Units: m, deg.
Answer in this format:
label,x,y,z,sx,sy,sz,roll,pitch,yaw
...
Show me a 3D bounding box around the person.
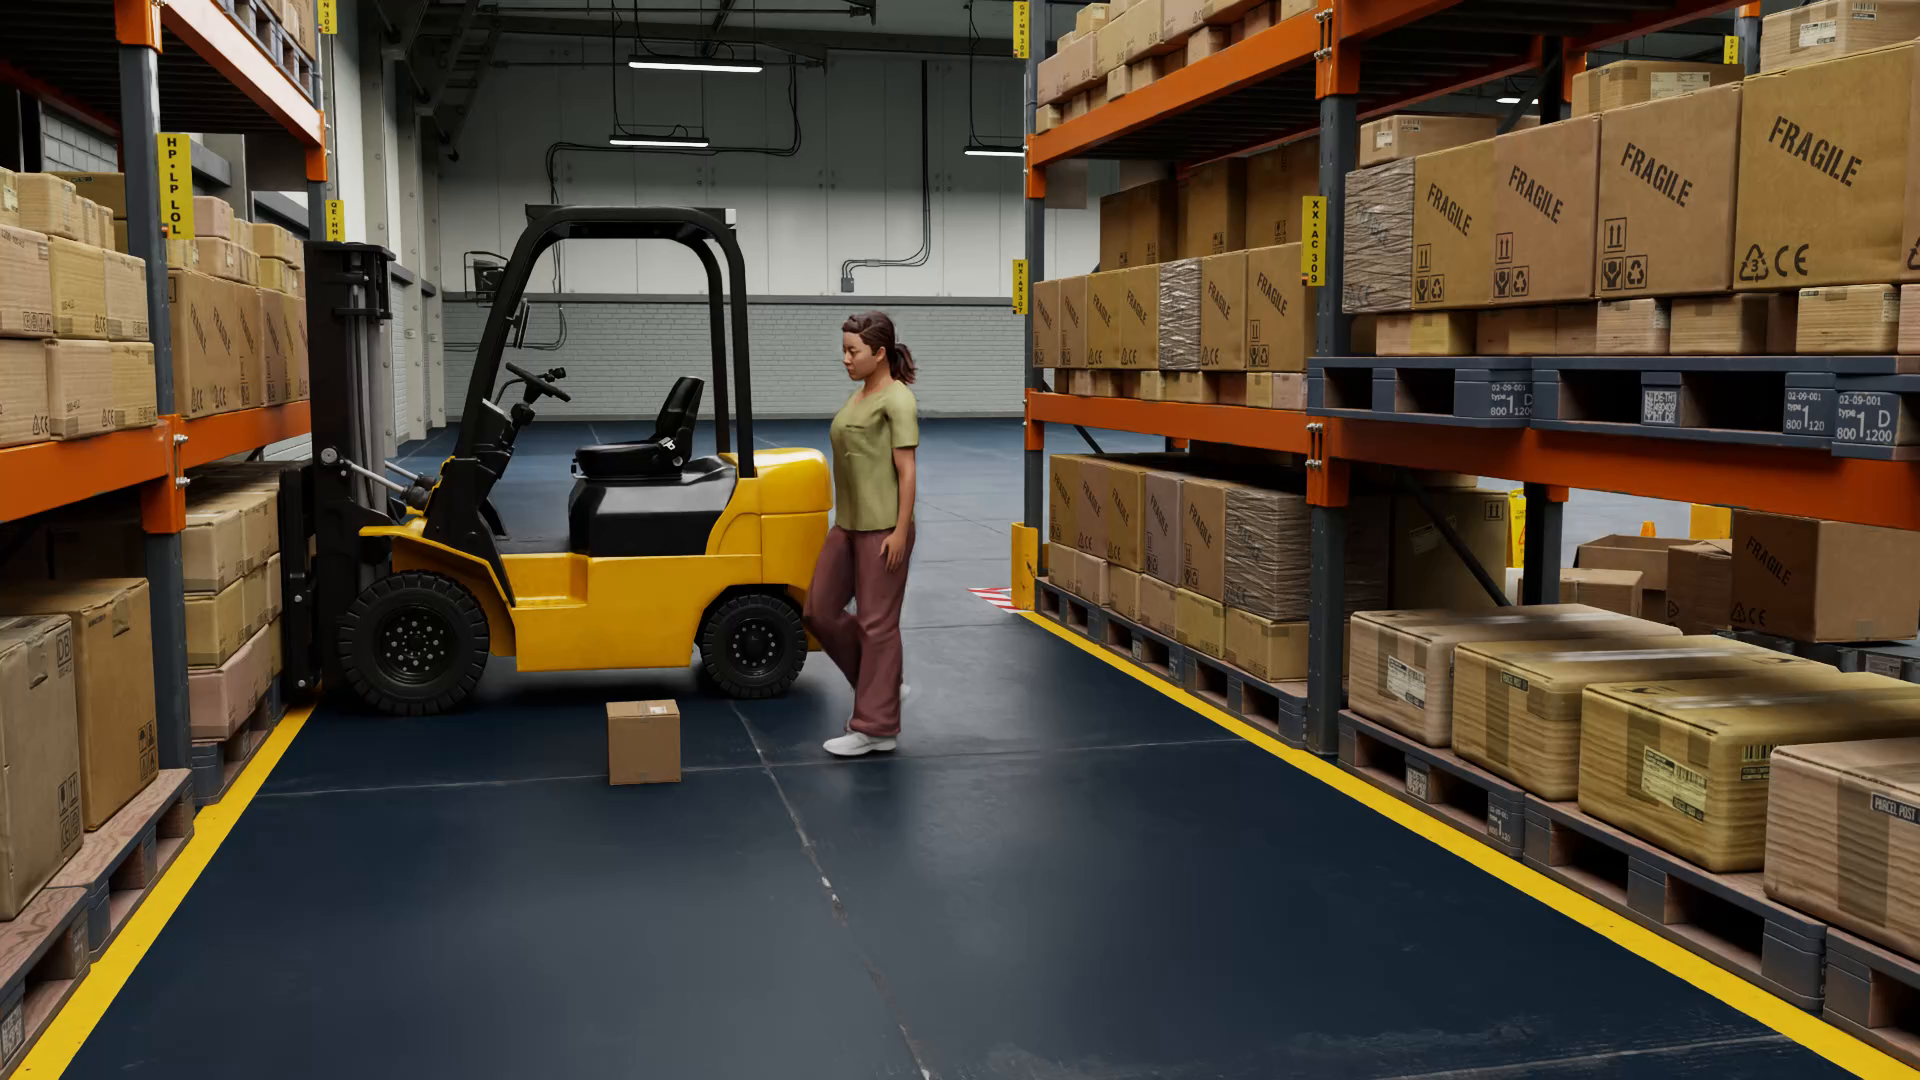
label,x,y,z,sx,sy,sz,roll,pitch,yaw
person,-0.334,-0.028,6.325,0.452,1.675,0.474,-4,7,-31
